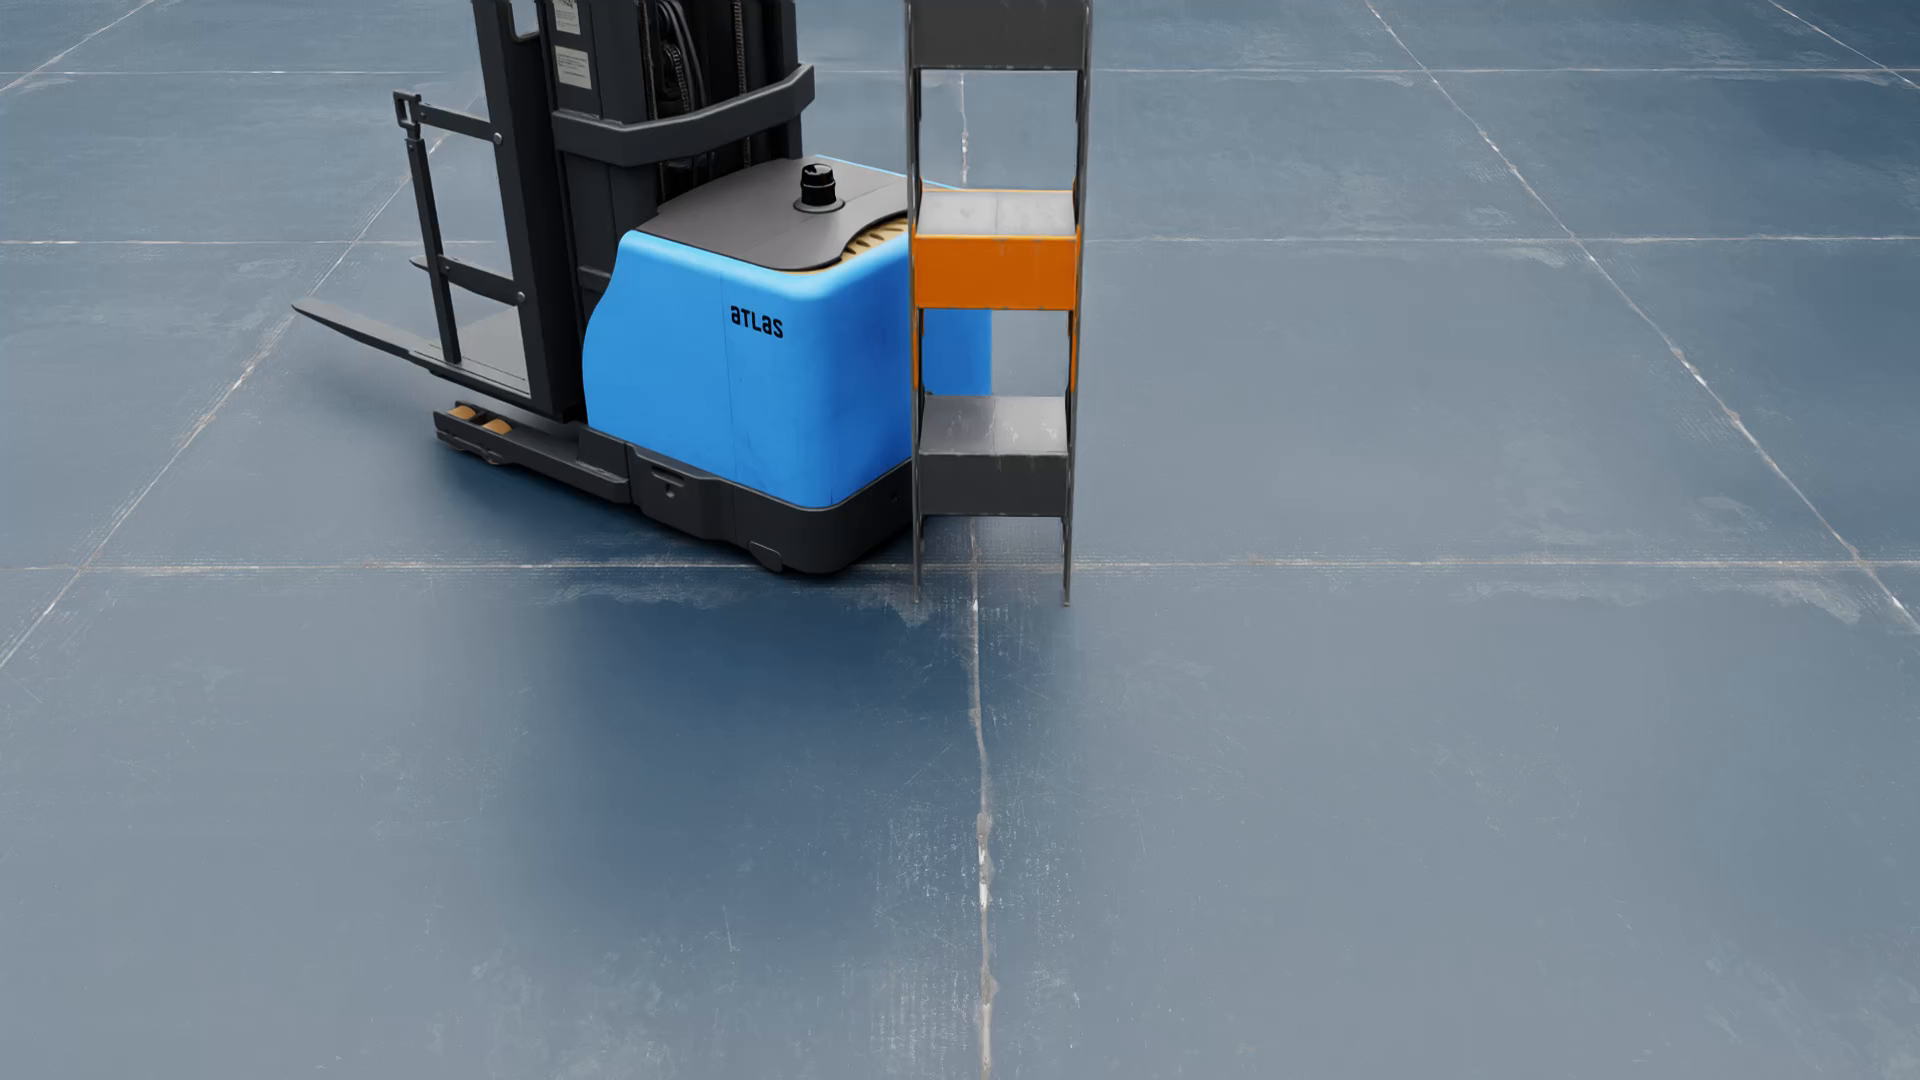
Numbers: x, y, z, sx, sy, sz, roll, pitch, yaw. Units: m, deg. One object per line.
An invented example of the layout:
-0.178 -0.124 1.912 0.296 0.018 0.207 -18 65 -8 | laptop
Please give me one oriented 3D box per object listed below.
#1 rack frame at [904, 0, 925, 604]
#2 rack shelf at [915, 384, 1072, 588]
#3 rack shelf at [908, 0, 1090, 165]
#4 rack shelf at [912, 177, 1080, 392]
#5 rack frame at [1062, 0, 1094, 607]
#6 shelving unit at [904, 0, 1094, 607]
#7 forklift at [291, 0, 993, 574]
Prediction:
-0.135 -0.792 5.031 0.015 2.100 0.400 1 31 2 | rack frame
0.109 -0.178 5.395 0.480 0.518 0.431 1 31 2 | rack shelf
0.109 -1.375 4.669 0.480 0.518 0.431 1 31 2 | rack shelf
0.109 -0.777 5.032 0.480 0.518 0.431 1 31 2 | rack shelf
0.353 -0.784 5.019 0.015 2.100 0.400 1 31 2 | rack frame
0.109 -0.788 5.025 0.503 2.100 0.431 1 31 2 | shelving unit
-1.370 -1.735 5.785 3.031 2.935 1.130 20 37 30 | forklift
